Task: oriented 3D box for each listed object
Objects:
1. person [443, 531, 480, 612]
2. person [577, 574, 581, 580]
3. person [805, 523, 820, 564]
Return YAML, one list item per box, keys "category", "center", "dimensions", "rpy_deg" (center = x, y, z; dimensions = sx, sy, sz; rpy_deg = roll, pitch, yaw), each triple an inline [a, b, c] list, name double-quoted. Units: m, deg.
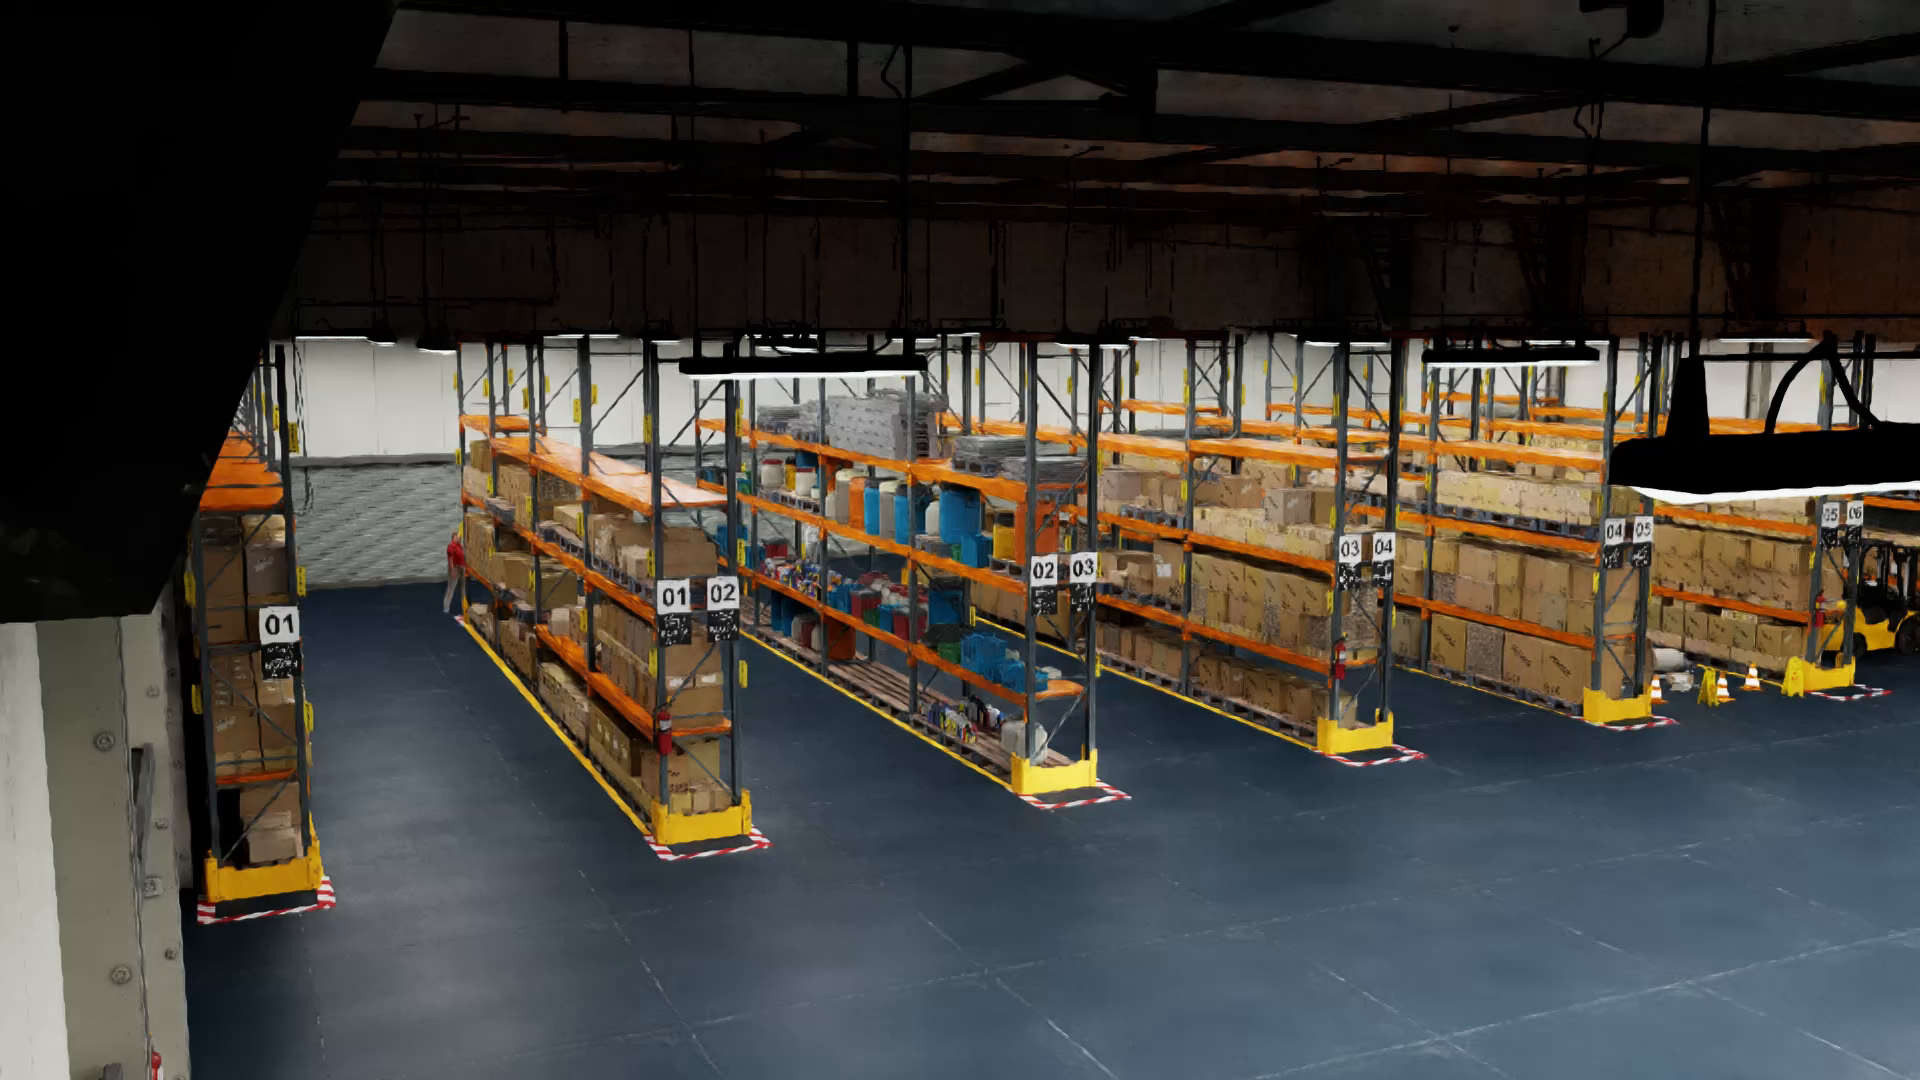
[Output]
- category: "person"
  center: [-10.803, 0.650, 35.783]
  dimensions: [0.582, 1.719, 0.770]
  rpy_deg: [2, 8, 12]
- category: "person"
  center: [-8.878, 0.156, 39.755]
  dimensions: [0.501, 1.663, 0.663]
  rpy_deg: [3, 8, 23]
- category: "person"
  center: [-3.680, 0.038, 40.631]
  dimensions: [0.532, 1.664, 0.531]
  rpy_deg: [4, 9, 29]
